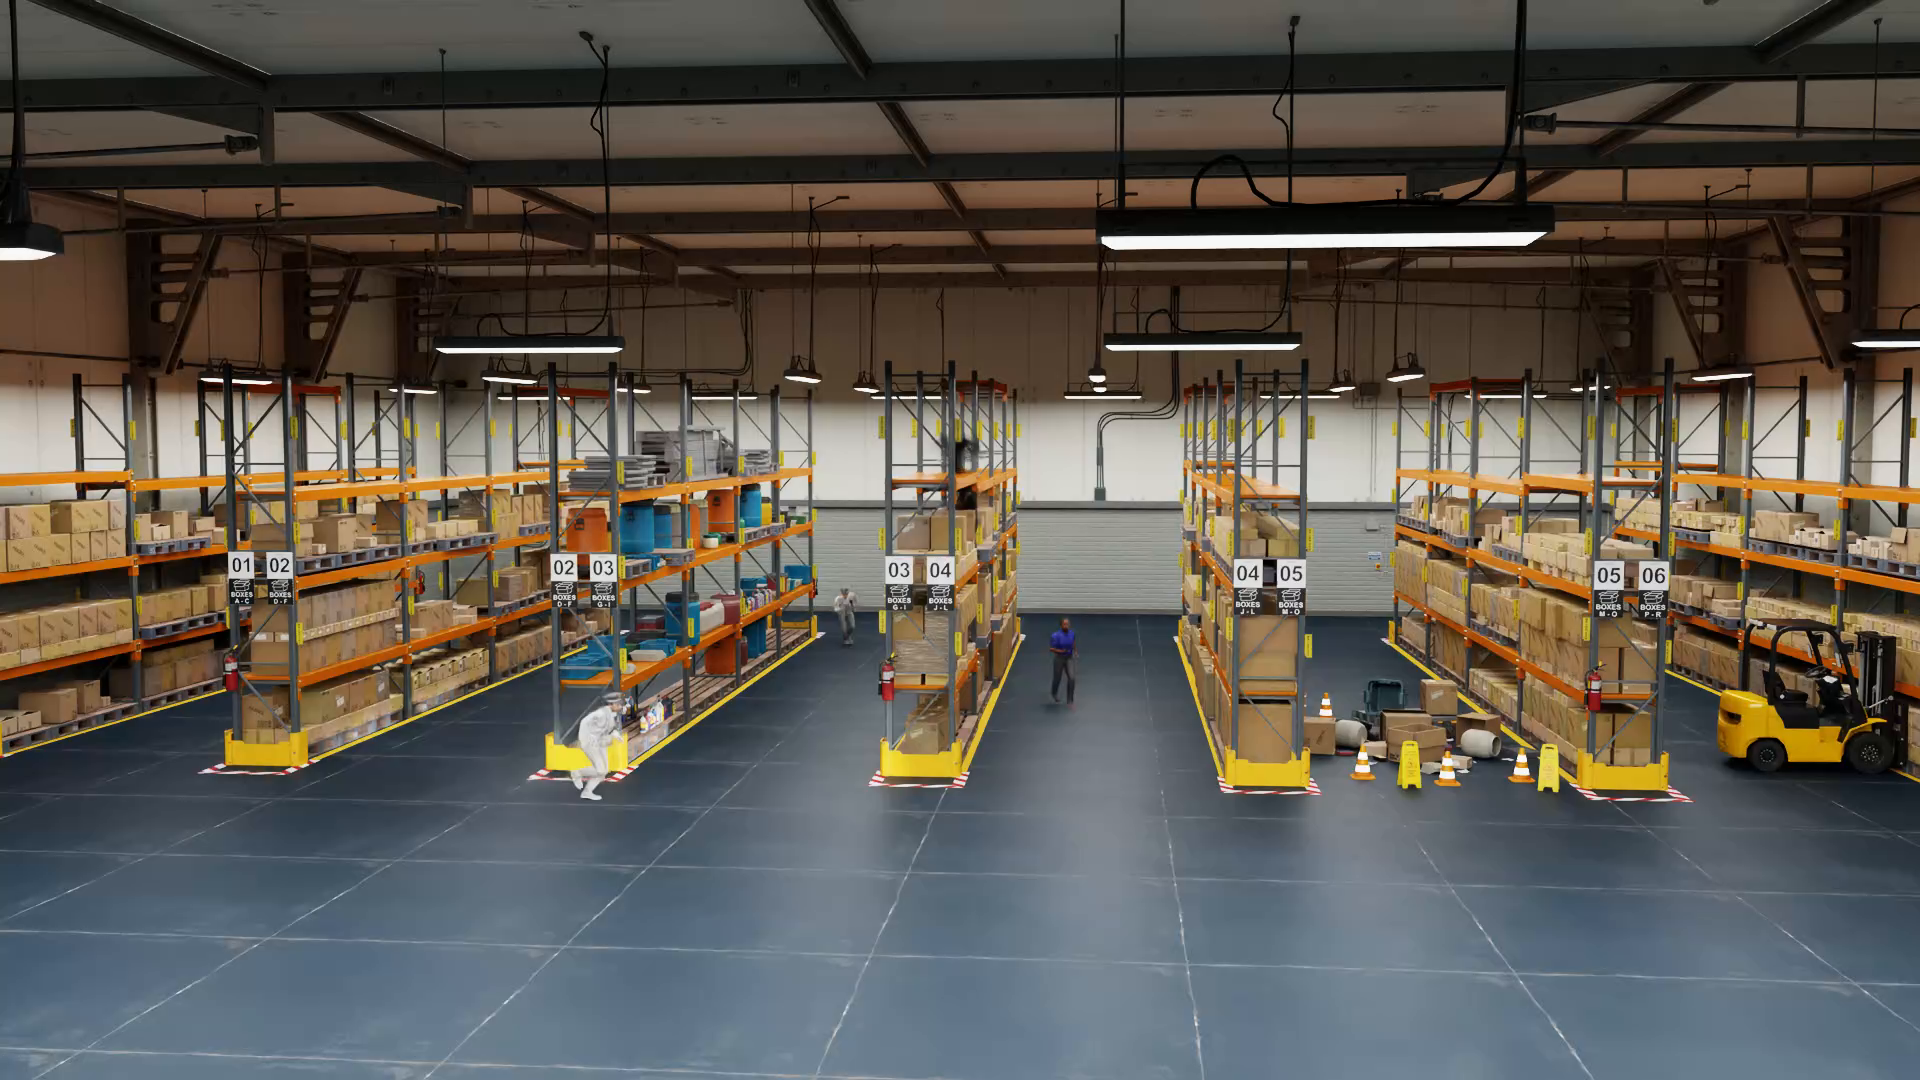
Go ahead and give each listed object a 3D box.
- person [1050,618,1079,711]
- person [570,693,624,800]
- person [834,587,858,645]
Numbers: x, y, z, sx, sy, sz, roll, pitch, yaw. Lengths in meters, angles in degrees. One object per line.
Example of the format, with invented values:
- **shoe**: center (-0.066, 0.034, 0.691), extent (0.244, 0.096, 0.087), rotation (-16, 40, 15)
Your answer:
- **person**: center (1.864, 2.210, 30.095), extent (0.589, 1.646, 0.962), rotation (-1, 4, -14)
- **person**: center (-4.926, 2.794, 22.470), extent (0.799, 1.486, 0.641), rotation (1, 4, 20)
- **person**: center (-2.643, 1.763, 38.630), extent (0.599, 1.384, 0.938), rotation (-1, 4, -12)
